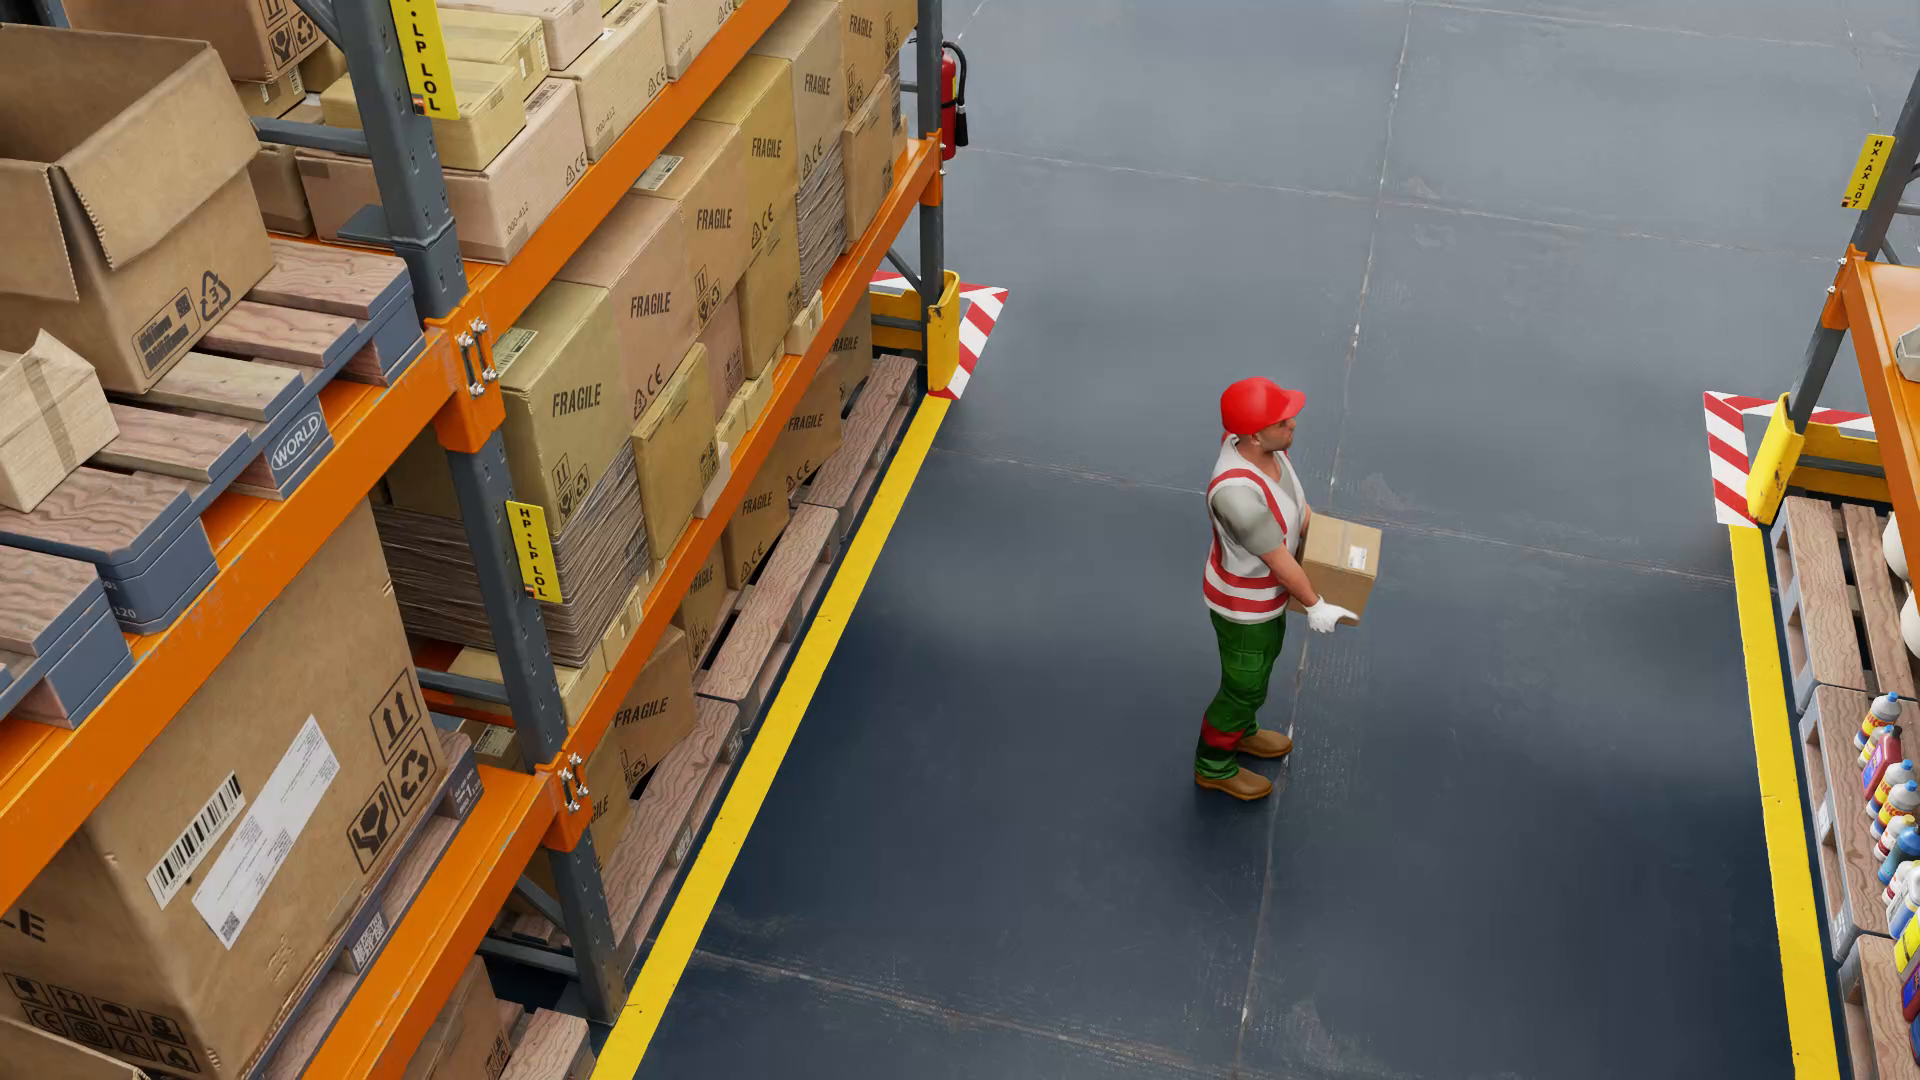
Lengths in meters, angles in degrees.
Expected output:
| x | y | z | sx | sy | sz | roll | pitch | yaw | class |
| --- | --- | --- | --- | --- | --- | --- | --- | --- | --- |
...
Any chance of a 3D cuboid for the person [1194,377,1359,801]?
| x | y | z | sx | sy | sz | roll | pitch | yaw | class |
| --- | --- | --- | --- | --- | --- | --- | --- | --- | --- |
| 1.130 | 0.194 | 5.919 | 0.573 | 1.782 | 0.494 | 10 | 42 | 11 | person |
